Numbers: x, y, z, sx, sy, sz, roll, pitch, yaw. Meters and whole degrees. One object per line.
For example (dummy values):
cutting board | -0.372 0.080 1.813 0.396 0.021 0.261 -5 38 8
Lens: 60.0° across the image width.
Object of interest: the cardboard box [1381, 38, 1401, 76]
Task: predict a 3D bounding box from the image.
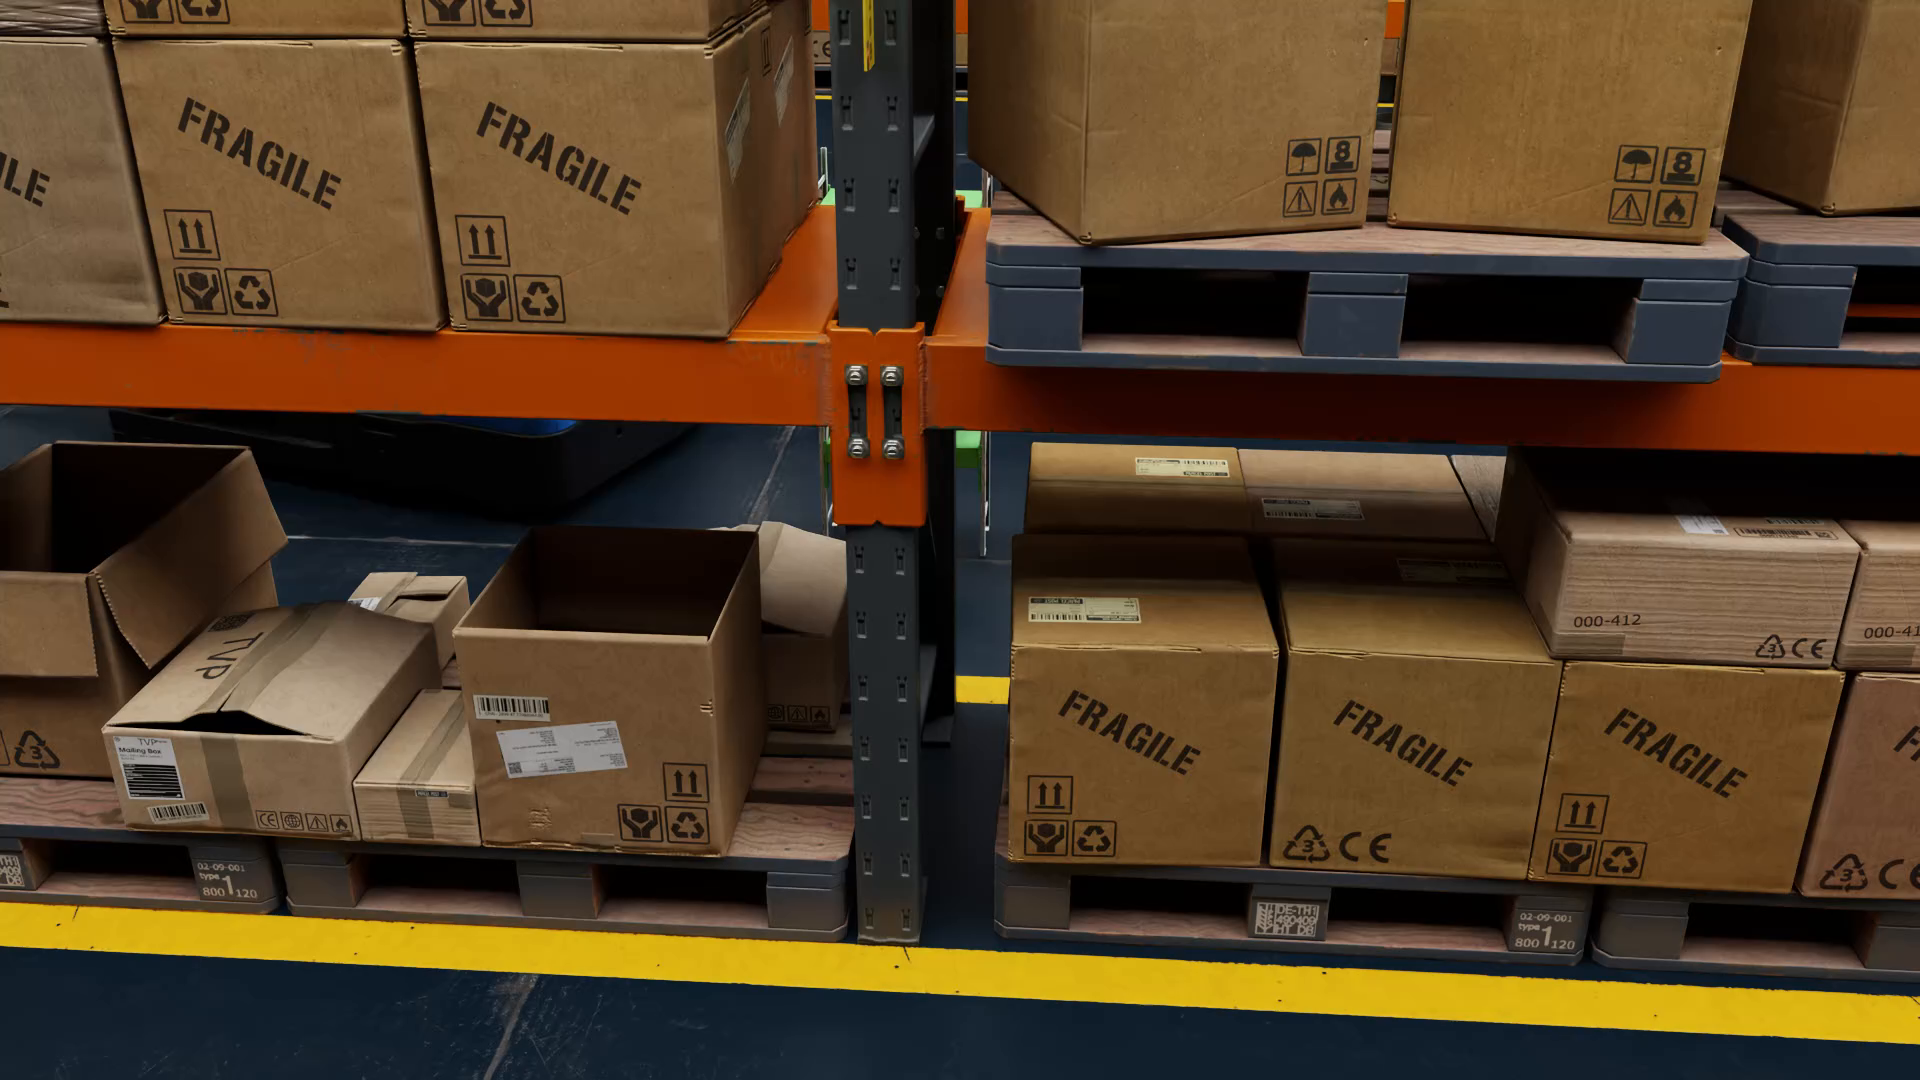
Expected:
cardboard box | 3.066 -4.022 12.443 0.875 0.875 1.225 2 25 4

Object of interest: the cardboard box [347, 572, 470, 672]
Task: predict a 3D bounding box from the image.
cardboard box | -1.375 0.227 4.032 0.250 0.166 0.380 2 25 4

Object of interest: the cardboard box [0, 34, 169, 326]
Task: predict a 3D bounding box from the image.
cardboard box | -1.655 -0.720 3.106 0.500 0.500 0.500 2 25 5

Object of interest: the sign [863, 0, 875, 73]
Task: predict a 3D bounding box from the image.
sign | -0.144 -0.900 2.583 0.005 0.325 0.100 2 25 4

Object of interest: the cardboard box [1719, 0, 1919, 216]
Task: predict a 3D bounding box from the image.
cardboard box | 1.656 -0.939 3.080 0.500 0.500 0.700 -4 25 -9

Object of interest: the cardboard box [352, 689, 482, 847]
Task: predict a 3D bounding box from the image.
cardboard box | -1.078 0.475 3.514 0.250 0.149 0.380 2 25 4

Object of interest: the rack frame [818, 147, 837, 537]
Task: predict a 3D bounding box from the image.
rack frame | -0.408 -0.558 5.028 0.015 1.200 0.240 2 25 4

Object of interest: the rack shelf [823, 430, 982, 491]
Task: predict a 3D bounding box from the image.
rack shelf | -0.165 -0.274 5.138 0.480 0.148 0.258 2 25 4

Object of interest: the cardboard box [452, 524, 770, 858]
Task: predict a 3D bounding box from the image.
cardboard box | -0.700 0.302 3.469 0.500 0.500 0.500 2 25 4

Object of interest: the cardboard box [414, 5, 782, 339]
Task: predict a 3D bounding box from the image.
cardboard box | -0.628 -0.688 3.037 0.500 0.500 0.500 2 25 5

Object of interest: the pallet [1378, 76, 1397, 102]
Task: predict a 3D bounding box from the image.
pallet | 2.647 -3.564 12.744 1.213 0.211 1.003 2 25 4

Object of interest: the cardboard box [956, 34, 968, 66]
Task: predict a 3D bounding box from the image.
cardboard box | 0.000 -4.142 12.703 0.875 0.875 0.875 2 25 4

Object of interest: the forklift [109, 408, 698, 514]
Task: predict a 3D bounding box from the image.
forklift | -2.466 -1.807 5.670 3.031 2.935 1.130 10 27 21

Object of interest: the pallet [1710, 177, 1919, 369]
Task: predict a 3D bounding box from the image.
pallet | 1.939 -0.579 3.149 1.213 0.211 1.003 2 25 4

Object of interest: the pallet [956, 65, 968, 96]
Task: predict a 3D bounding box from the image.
pallet | -0.100 -3.652 12.935 1.213 0.211 1.003 2 25 4

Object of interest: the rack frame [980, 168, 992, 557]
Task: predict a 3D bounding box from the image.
rack frame | 0.078 -0.543 4.994 0.015 1.200 0.240 2 25 4

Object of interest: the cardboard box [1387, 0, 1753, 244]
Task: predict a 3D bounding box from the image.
cardboard box | 1.036 -0.866 2.921 0.500 0.500 0.700 6 25 12

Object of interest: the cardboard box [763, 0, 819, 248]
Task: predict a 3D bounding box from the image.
cardboard box | -0.597 -0.909 3.517 0.500 0.500 0.500 2 25 5

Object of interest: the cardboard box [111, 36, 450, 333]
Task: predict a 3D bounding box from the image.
cardboard box | -1.142 -0.704 3.072 0.500 0.500 0.500 3 25 5

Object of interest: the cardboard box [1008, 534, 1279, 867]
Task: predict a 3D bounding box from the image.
cardboard box | 0.354 0.319 3.432 0.500 0.500 0.500 1 25 2

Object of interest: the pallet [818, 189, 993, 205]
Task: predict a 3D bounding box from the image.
pallet | -0.463 -1.539 8.341 1.213 0.211 1.003 2 25 4

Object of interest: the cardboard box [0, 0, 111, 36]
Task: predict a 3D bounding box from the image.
cardboard box | -1.647 -1.173 2.895 0.500 0.500 0.500 2 25 4

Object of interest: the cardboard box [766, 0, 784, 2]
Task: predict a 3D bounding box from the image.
cardboard box | -0.558 -1.366 3.314 0.500 0.500 0.500 2 25 5

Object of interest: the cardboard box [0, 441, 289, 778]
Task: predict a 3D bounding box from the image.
cardboard box | -1.984 0.143 3.812 0.637 0.503 0.797 2 25 4

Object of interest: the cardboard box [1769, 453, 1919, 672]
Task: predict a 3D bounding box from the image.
cardboard box | 1.851 0.026 3.171 0.500 0.250 0.500 1 25 3

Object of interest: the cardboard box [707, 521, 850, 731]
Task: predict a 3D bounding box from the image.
cardboard box | -0.512 0.184 3.951 0.500 0.311 0.500 2 25 4

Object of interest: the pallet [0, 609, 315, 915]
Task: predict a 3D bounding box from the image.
pallet | -2.014 0.473 3.970 1.213 0.211 1.003 2 25 4

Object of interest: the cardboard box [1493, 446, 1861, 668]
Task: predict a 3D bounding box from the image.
cardboard box | 1.351 0.010 3.206 0.500 0.250 0.500 2 25 4

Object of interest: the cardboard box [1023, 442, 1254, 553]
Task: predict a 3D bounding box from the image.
cardboard box | 0.404 0.098 3.912 0.500 0.500 0.500 2 25 4

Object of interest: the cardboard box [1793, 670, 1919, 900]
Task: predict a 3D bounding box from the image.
cardboard box | 1.888 0.367 3.328 0.500 0.500 0.500 1 25 2

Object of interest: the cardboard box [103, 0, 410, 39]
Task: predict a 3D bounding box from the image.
cardboard box | -1.145 -1.157 2.860 0.500 0.500 0.500 1 25 3

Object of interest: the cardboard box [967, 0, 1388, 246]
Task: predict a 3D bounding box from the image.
cardboard box | 0.345 -0.861 2.912 0.500 0.500 0.700 -6 25 -14

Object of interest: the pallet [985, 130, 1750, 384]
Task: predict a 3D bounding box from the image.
pallet | 0.678 -0.575 3.142 1.213 0.211 1.003 2 25 4

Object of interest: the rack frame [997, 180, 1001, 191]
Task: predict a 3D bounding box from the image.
rack frame | 0.273 -2.798 7.742 0.127 3.000 1.000 2 25 4

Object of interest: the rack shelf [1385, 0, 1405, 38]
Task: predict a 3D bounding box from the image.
rack shelf | 2.267 -2.407 7.754 4.000 0.370 1.077 2 25 4

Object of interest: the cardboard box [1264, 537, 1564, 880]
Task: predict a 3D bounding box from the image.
cardboard box | 0.886 0.332 3.405 0.500 0.500 0.500 2 25 5

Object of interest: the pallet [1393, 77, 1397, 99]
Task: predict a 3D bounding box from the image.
pallet | 3.860 -3.524 12.656 1.213 0.211 1.003 2 25 4

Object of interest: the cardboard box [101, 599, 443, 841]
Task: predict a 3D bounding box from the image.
cardboard box | -1.448 0.364 3.561 0.500 0.311 0.500 2 25 4

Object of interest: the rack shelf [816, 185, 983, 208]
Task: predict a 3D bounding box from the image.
rack shelf | -0.165 -0.928 4.837 0.480 0.148 0.258 2 25 4

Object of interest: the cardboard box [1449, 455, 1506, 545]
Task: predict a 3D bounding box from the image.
cardboard box | 1.396 0.134 3.835 0.500 0.500 0.500 2 25 5

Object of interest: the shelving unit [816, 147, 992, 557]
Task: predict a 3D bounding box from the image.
shelving unit | -0.165 -0.550 5.011 0.503 1.200 0.258 2 25 4

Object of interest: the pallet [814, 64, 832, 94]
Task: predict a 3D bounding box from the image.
pallet | -1.320 -3.690 13.018 1.213 0.211 1.003 2 25 4

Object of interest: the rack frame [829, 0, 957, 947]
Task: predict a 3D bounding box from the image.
rack frame | -0.110 -0.734 3.256 0.127 3.000 1.000 2 25 4

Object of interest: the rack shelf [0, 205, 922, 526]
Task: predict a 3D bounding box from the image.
rack shelf | -2.104 -0.471 3.545 4.000 0.370 1.077 2 25 4

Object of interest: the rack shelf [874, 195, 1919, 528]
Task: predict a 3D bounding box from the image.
rack shelf | 1.884 -0.343 3.267 4.000 0.370 1.077 2 25 4

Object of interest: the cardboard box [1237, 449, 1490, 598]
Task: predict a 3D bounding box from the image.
cardboard box | 0.896 0.118 3.870 0.500 0.500 0.500 2 25 4

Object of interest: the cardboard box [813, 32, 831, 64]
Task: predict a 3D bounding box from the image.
cardboard box | -0.897 -4.171 12.766 0.875 0.875 0.875 2 25 4

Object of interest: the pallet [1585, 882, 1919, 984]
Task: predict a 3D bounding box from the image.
pallet | 1.924 0.581 3.734 1.213 0.211 1.003 2 25 4

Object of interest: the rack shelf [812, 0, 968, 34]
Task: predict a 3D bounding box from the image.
rack shelf | -1.721 -2.535 8.032 4.000 0.370 1.077 2 25 4

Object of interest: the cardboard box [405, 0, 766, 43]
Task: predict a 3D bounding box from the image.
cardboard box | -0.634 -1.142 2.827 0.500 0.500 0.500 2 25 4

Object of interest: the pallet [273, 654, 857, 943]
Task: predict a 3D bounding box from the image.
pallet | -0.795 0.511 3.888 1.213 0.211 1.003 2 25 4

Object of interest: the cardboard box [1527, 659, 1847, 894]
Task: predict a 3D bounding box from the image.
cardboard box | 1.384 0.351 3.364 0.500 0.500 0.500 2 25 5

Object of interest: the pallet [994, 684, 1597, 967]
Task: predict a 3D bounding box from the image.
pallet | 0.704 0.543 3.817 1.213 0.211 1.003 2 25 4

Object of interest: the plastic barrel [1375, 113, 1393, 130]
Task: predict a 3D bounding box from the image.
plastic barrel | 2.076 -1.756 7.952 0.421 0.512 0.421 0 25 0
